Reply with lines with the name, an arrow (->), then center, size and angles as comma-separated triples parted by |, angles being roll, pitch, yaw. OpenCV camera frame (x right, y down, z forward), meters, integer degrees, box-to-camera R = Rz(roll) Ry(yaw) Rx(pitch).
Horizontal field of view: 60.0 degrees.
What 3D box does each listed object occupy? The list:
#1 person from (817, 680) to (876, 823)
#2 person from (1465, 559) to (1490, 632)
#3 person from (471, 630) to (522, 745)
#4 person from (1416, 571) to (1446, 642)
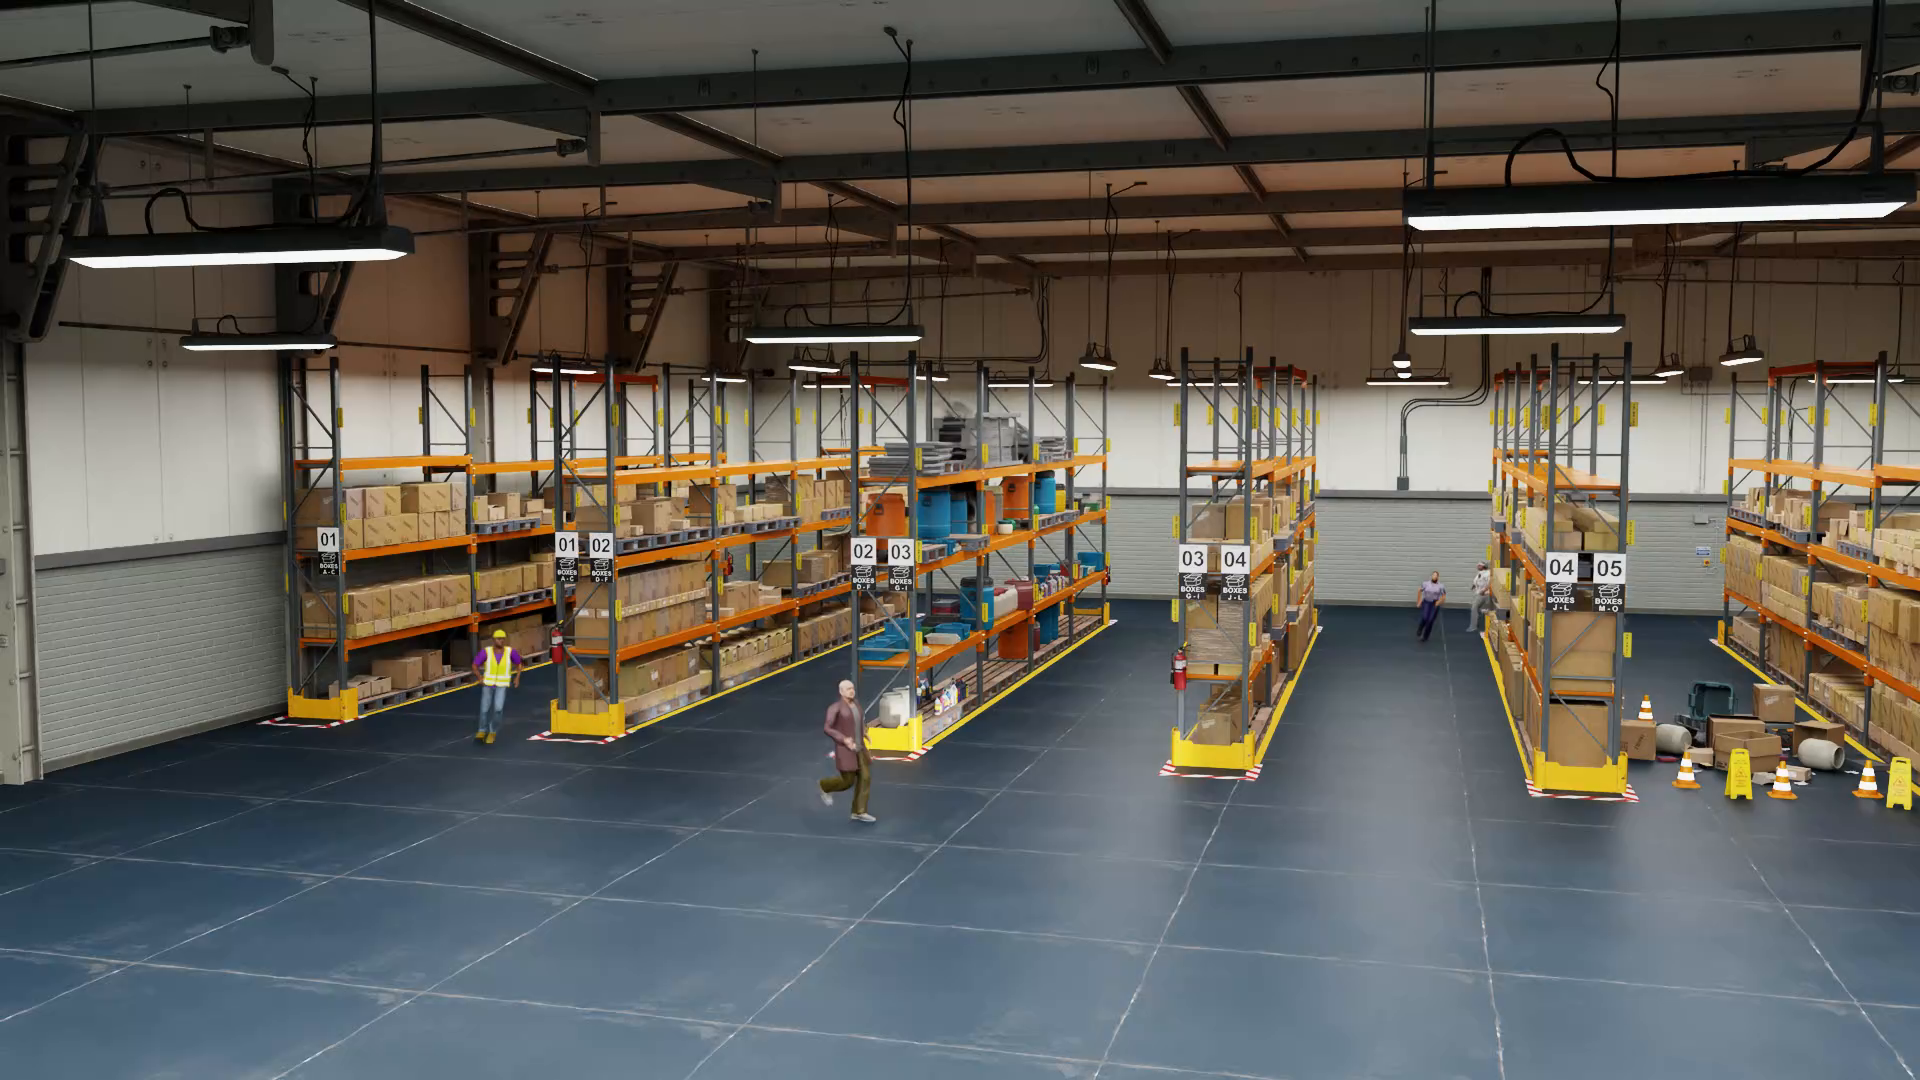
person -> -1.391, 2.617, 20.777 | 0.904, 1.744, 0.725 | 4, 6, 41
person -> 12.278, 1.306, 39.038 | 0.847, 1.713, 0.636 | 0, 4, 2
person -> -7.153, 2.263, 25.667 | 0.764, 1.762, 0.659 | -1, 4, -13
person -> 10.535, 1.492, 37.152 | 0.632, 1.586, 0.528 | 1, 4, 15
